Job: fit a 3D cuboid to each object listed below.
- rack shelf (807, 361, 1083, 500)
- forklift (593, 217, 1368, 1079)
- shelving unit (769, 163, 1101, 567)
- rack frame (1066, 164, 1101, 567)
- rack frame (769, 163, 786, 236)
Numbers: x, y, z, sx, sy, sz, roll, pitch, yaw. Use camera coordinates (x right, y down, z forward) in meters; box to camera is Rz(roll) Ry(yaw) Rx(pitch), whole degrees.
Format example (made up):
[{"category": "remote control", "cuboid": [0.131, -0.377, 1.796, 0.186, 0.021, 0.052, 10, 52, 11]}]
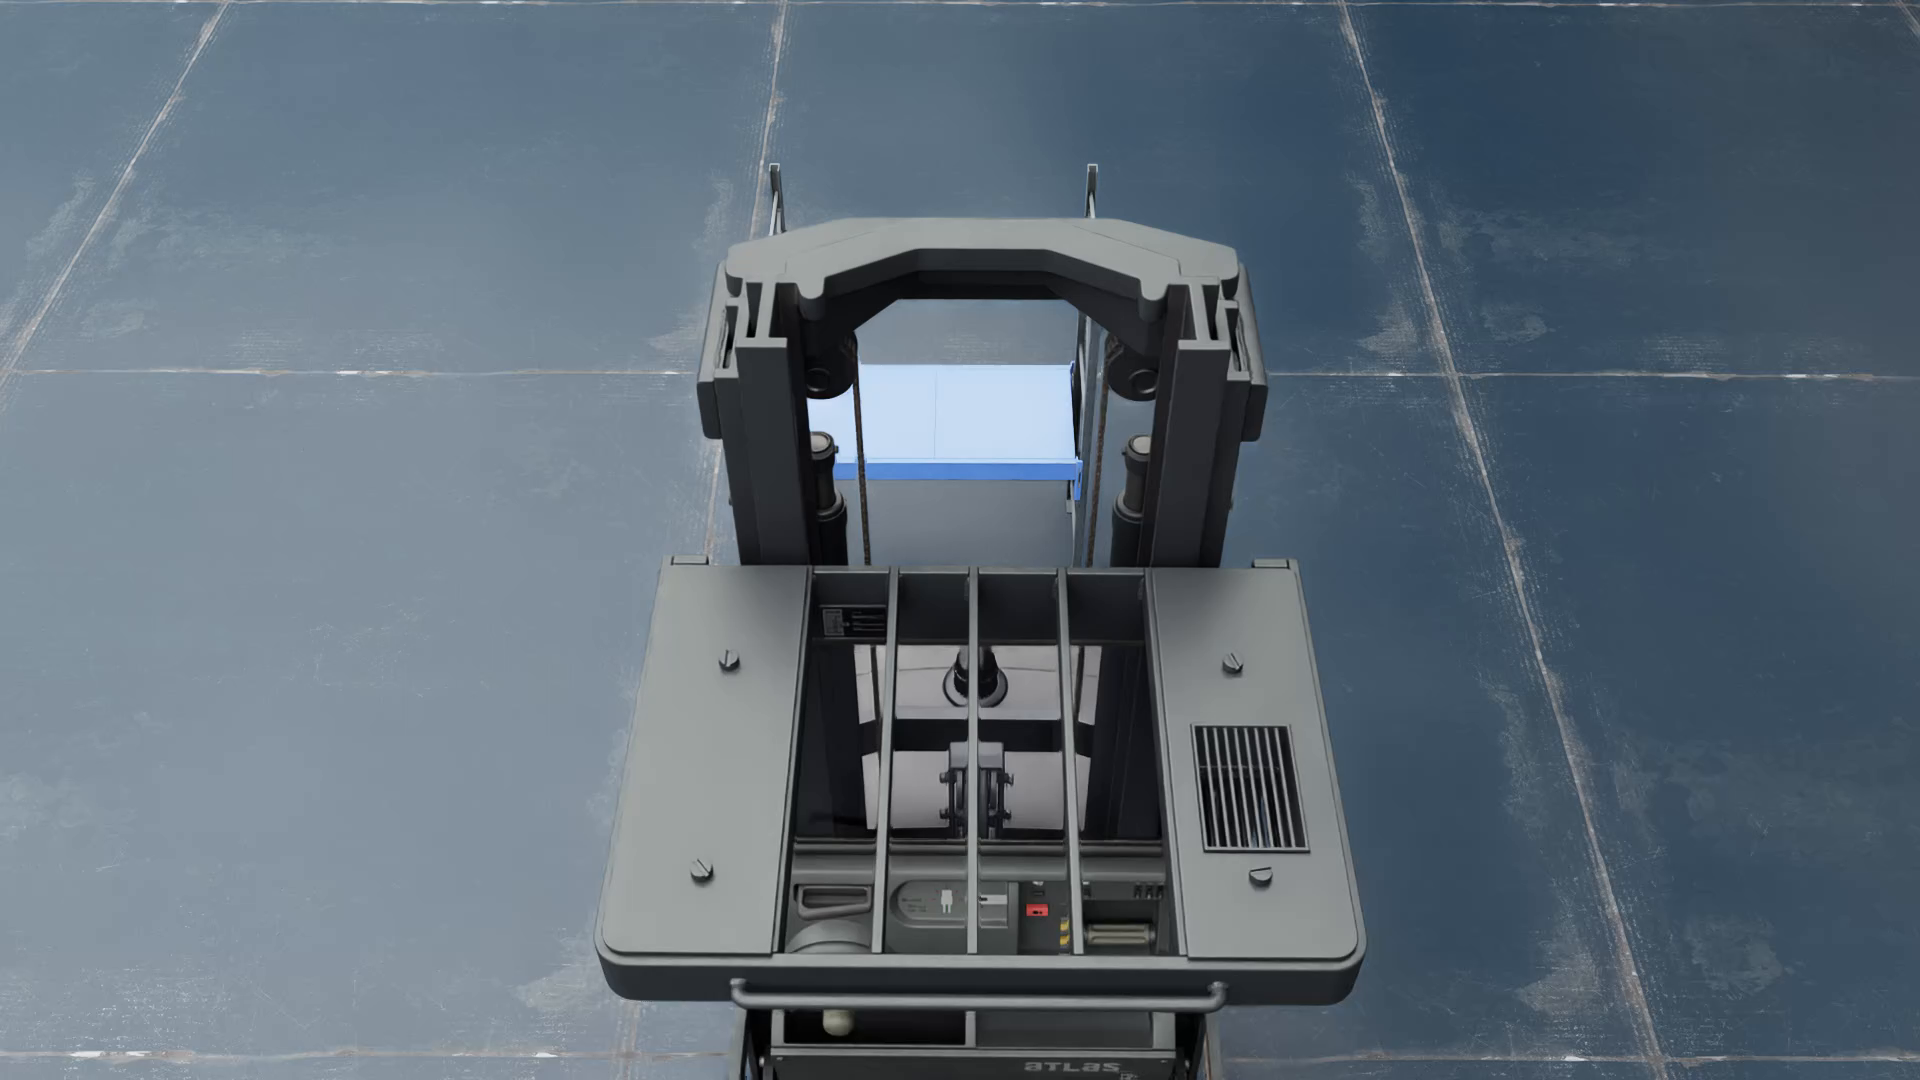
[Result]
[{"category": "rack shelf", "cuboid": [-0.085, -0.389, 5.833, 1.000, 0.185, 0.538, 0, 47, 0]}, {"category": "forklift", "cuboid": [0.032, 0.951, 3.362, 1.130, 2.935, 3.031, 0, 47, 0]}, {"category": "shelving unit", "cuboid": [-0.085, -0.511, 5.701, 1.048, 1.500, 0.538, 0, 47, 0]}, {"category": "rack frame", "cuboid": [0.423, -0.510, 5.700, 0.032, 1.500, 0.500, 0, 47, 0]}, {"category": "rack frame", "cuboid": [-0.594, -0.513, 5.703, 0.032, 1.500, 0.500, 0, 47, 0]}]
